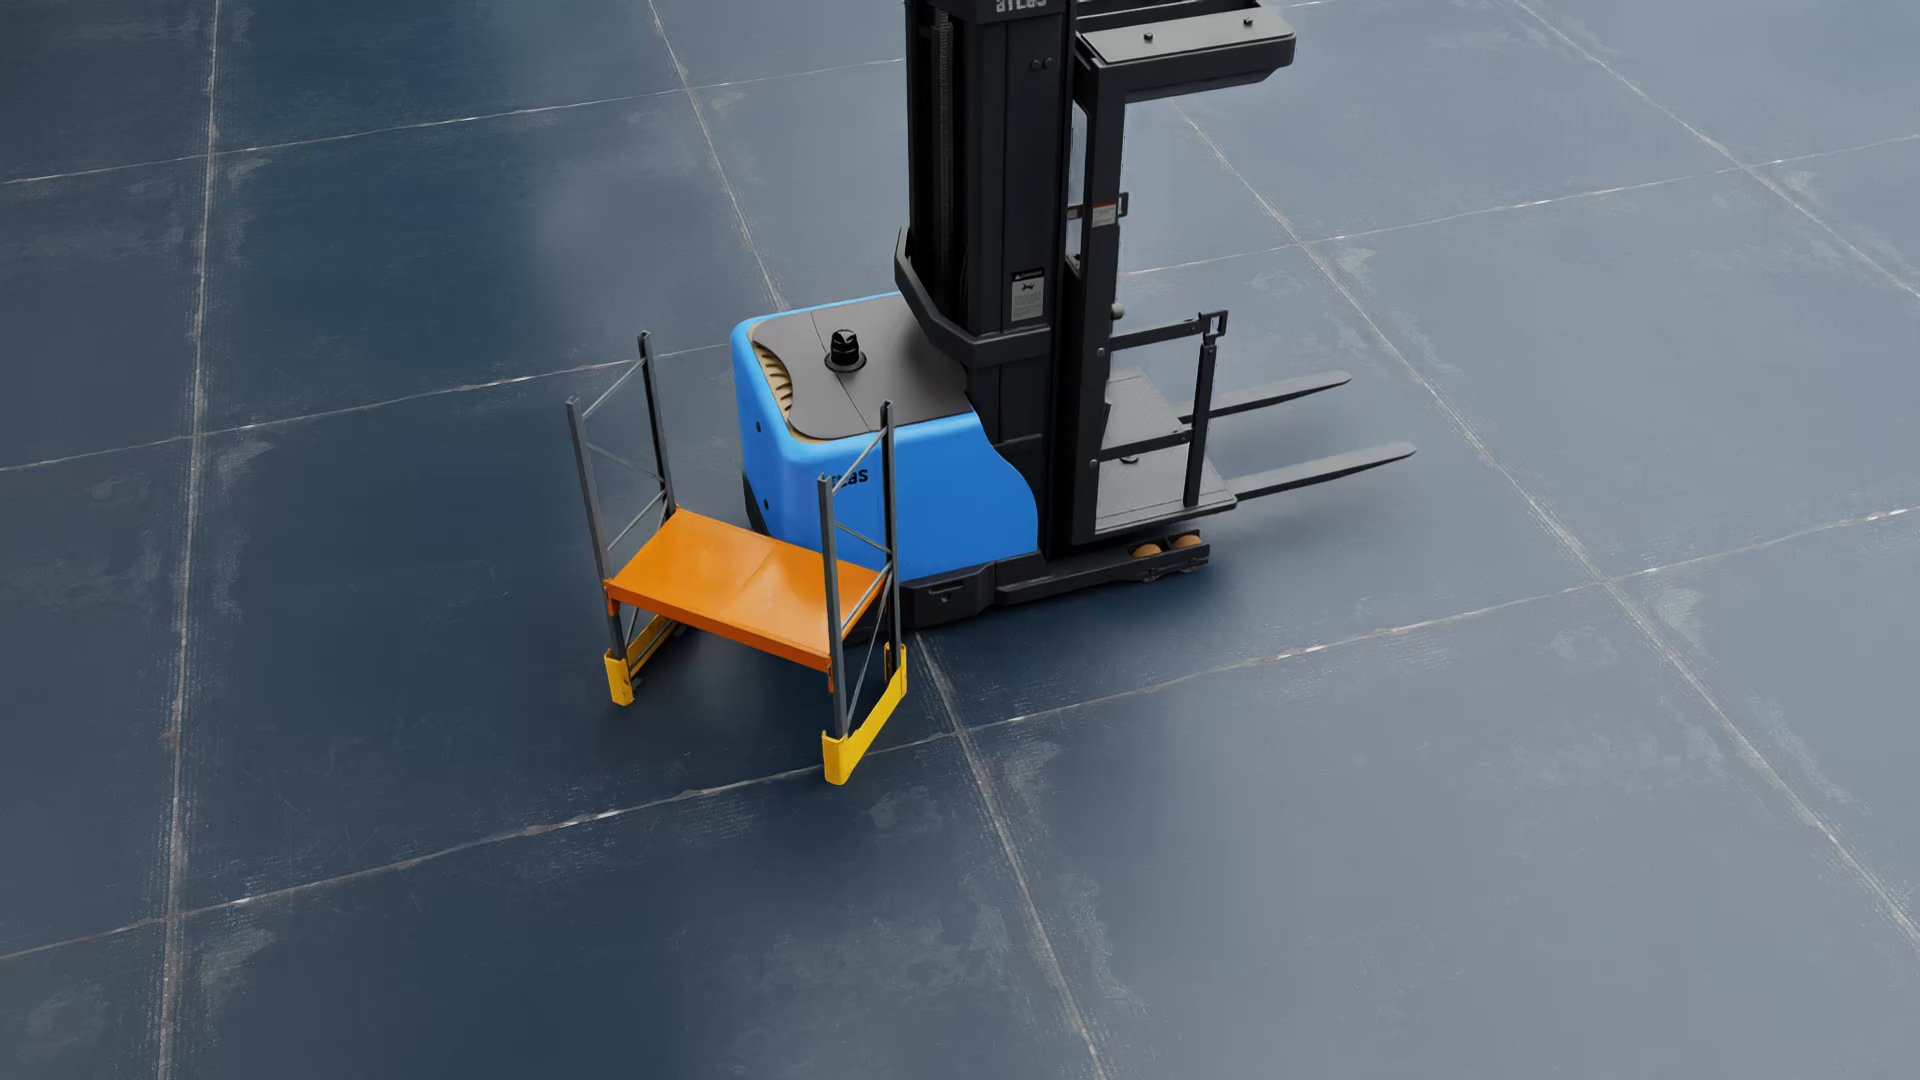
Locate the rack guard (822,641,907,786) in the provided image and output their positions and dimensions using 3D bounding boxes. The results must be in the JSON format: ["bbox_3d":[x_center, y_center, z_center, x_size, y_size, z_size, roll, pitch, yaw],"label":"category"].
[{"bbox_3d":[-0.375,0.684,6.627,0.087,0.250,0.587,17,44,19],"label":"rack guard"}]

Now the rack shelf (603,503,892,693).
[{"bbox_3d":[-0.817,0.212,6.491,1.000,0.185,0.538,17,44,19],"label":"rack shelf"}]

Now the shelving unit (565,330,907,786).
[{"bbox_3d":[-0.825,0.074,6.375,1.083,1.500,0.587,17,44,19],"label":"shelving unit"}]

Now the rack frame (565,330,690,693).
[{"bbox_3d":[-1.277,-0.066,6.536,0.032,1.500,0.500,17,44,19],"label":"rack frame"}]

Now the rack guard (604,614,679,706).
[{"bbox_3d":[-1.276,0.405,6.946,0.087,0.250,0.587,17,44,19],"label":"rack guard"}]

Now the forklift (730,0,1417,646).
[{"bbox_3d":[0.590,-1.237,6.788,3.031,2.935,1.130,-13,43,-14],"label":"forklift"}]

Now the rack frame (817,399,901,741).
[{"bbox_3d":[-0.357,0.219,6.209,0.032,1.500,0.500,17,44,19],"label":"rack frame"}]
